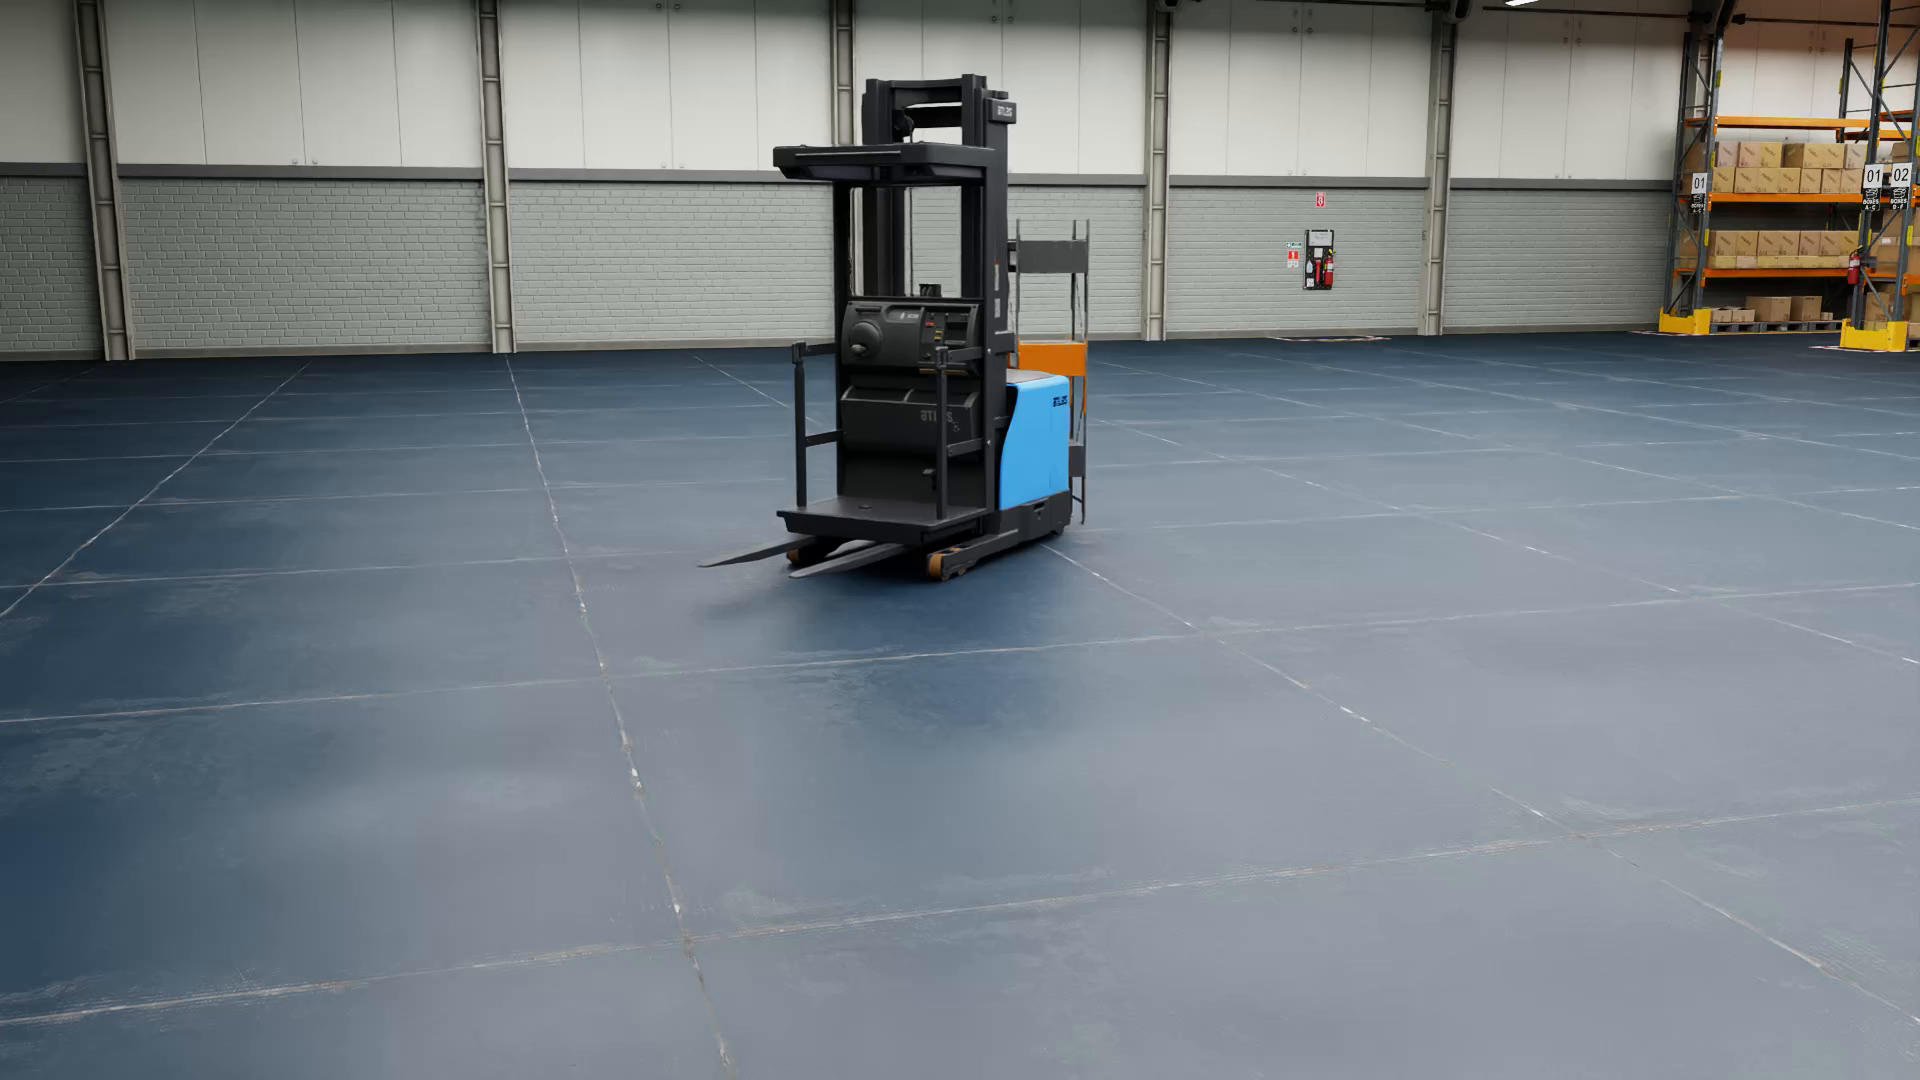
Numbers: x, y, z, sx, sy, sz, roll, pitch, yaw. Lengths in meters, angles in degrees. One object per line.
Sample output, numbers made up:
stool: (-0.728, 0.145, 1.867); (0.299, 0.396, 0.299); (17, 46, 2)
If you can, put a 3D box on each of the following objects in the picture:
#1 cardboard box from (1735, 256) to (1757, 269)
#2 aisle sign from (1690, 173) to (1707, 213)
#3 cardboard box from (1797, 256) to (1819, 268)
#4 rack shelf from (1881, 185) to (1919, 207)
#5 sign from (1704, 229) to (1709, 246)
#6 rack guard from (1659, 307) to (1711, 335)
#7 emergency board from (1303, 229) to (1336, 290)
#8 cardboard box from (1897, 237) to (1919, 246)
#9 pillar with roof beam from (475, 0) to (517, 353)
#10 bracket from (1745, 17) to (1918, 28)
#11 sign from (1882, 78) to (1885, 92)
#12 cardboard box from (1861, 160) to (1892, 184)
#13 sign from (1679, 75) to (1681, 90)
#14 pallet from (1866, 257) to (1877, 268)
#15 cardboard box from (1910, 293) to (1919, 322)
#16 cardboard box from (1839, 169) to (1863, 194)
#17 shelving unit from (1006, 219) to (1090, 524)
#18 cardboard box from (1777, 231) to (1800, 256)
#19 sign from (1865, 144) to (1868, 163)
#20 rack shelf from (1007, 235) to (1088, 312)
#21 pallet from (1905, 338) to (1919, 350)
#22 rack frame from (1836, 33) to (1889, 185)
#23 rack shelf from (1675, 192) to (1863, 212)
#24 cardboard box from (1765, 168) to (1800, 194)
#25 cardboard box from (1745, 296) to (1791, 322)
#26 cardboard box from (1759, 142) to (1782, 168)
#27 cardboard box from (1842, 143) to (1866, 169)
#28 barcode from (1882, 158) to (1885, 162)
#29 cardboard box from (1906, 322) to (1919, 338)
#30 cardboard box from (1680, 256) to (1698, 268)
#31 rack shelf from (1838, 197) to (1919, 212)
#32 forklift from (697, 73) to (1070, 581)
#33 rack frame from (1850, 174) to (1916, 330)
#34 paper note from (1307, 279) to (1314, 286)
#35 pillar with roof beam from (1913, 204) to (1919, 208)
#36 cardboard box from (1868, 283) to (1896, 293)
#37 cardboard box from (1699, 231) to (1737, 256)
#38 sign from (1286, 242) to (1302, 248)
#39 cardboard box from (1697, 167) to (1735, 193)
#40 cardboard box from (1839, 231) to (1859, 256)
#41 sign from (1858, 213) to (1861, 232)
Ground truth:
cardboard box: (15.843, -5.662, 33.878); (0.500, 0.250, 0.500); (-3, 11, -18)
aisle sign: (14.806, -6.951, 33.337); (0.004, 0.787, 0.394); (-3, 11, -16)
cardboard box: (17.303, -5.738, 34.289); (0.500, 0.250, 0.500); (-3, 11, -16)
rack shelf: (18.100, -6.090, 29.542); (4.000, 0.370, 1.077); (-3, 11, -16)
sign: (14.943, -6.059, 33.285); (0.005, 0.325, 0.100); (-3, 11, -16)
rack guard: (14.865, -4.502, 34.123); (0.348, 0.500, 1.175); (-3, 11, -16)
emergency board: (7.078, -5.492, 32.592); (0.643, 1.169, 0.194); (-3, 11, -16)
cardboard box: (16.617, -5.218, 29.036); (0.250, 0.149, 0.380); (-3, 11, -16)
pillar with roof beam: (-6.618, -6.901, 23.679); (0.400, 9.000, 9.100); (-3, 11, -16)
bracket: (18.193, -10.724, 34.503); (4.783, 0.066, 0.076); (-3, 11, -16)
sign: (18.766, -9.284, 33.823); (0.005, 0.325, 0.100); (-3, 11, -16)
cardboard box: (19.179, -7.675, 34.731); (0.500, 0.500, 0.500); (-1, 11, -8)
sign: (14.656, -9.313, 33.763); (0.005, 0.325, 0.100); (-3, 11, -16)
pallet: (19.407, -5.849, 35.065); (1.213, 0.211, 1.003); (-3, 11, -16)
cardboard box: (17.236, -4.104, 29.419); (0.500, 0.500, 0.500); (-3, 11, -16)
cardboard box: (18.214, -7.396, 34.320); (0.500, 0.500, 0.500); (-3, 11, -14)
shelving unit: (0.595, -1.171, 11.608); (0.503, 2.100, 0.431); (-2, 11, -11)
cardboard box: (16.801, -6.081, 34.083); (0.500, 0.500, 0.500); (-3, 11, -14)
sign: (16.041, -6.834, 29.371); (0.005, 0.325, 0.100); (-3, 11, -16)
rack shelf: (0.595, -1.846, 11.483); (0.480, 0.518, 0.431); (-2, 11, -11)
pallet: (16.902, -3.542, 29.701); (1.213, 0.211, 1.003); (-3, 11, -16)
rack frame: (18.632, -8.881, 34.432); (0.127, 3.000, 1.000); (-3, 11, -16)
rack shelf: (16.712, -6.951, 34.219); (4.000, 0.370, 1.077); (-3, 11, -16)
cardboard box: (16.714, -7.314, 33.877); (0.500, 0.500, 0.500); (-2, 11, -12)
cardboard box: (16.747, -4.792, 34.479); (0.500, 0.500, 0.700); (-4, 11, -20)
cardboard box: (16.214, -7.776, 33.621); (0.500, 0.500, 0.500); (-3, 11, -14)
cardboard box: (18.227, -7.884, 34.208); (0.500, 0.500, 0.500); (-4, 11, -21)
barcode: (16.335, -6.727, 29.413); (0.075, 0.075, 0.001); (-3, 11, -16)
cardboard box: (16.757, -3.710, 29.347); (0.500, 0.250, 0.500); (-3, 11, -16)
cardboard box: (15.186, -5.721, 34.199); (0.500, 0.250, 0.500); (-3, 11, -15)
rack shelf: (20.552, -7.153, 35.319); (4.000, 0.370, 1.077); (-3, 11, -16)
forklift: (-0.411, -1.295, 9.987); (1.130, 2.935, 3.031); (6, 12, 29)
rack frame: (16.180, -4.867, 29.199); (0.127, 3.000, 1.000); (-3, 11, -16)
paper note: (6.888, -5.062, 32.689); (0.142, 0.148, 0.016); (-3, 11, -16)
pillar with roof beam: (22.186, -8.419, 31.926); (0.400, 9.000, 9.100); (-3, 11, -16)
cardboard box: (19.756, -5.349, 35.436); (0.500, 0.250, 0.500); (-3, 11, -17)
cardboard box: (15.334, -6.005, 33.667); (0.500, 0.500, 0.500); (-3, 11, -16)
sign: (6.525, -5.759, 32.479); (0.331, 0.109, 0.001); (-3, 11, -16)
cardboard box: (15.183, -7.236, 33.449); (0.500, 0.500, 0.500); (-3, 11, -14)
cardboard box: (18.265, -6.158, 34.497); (0.500, 0.500, 0.500); (-3, 11, -16)
sign: (16.041, -5.648, 29.589); (0.005, 0.325, 0.100); (-3, 11, -16)
